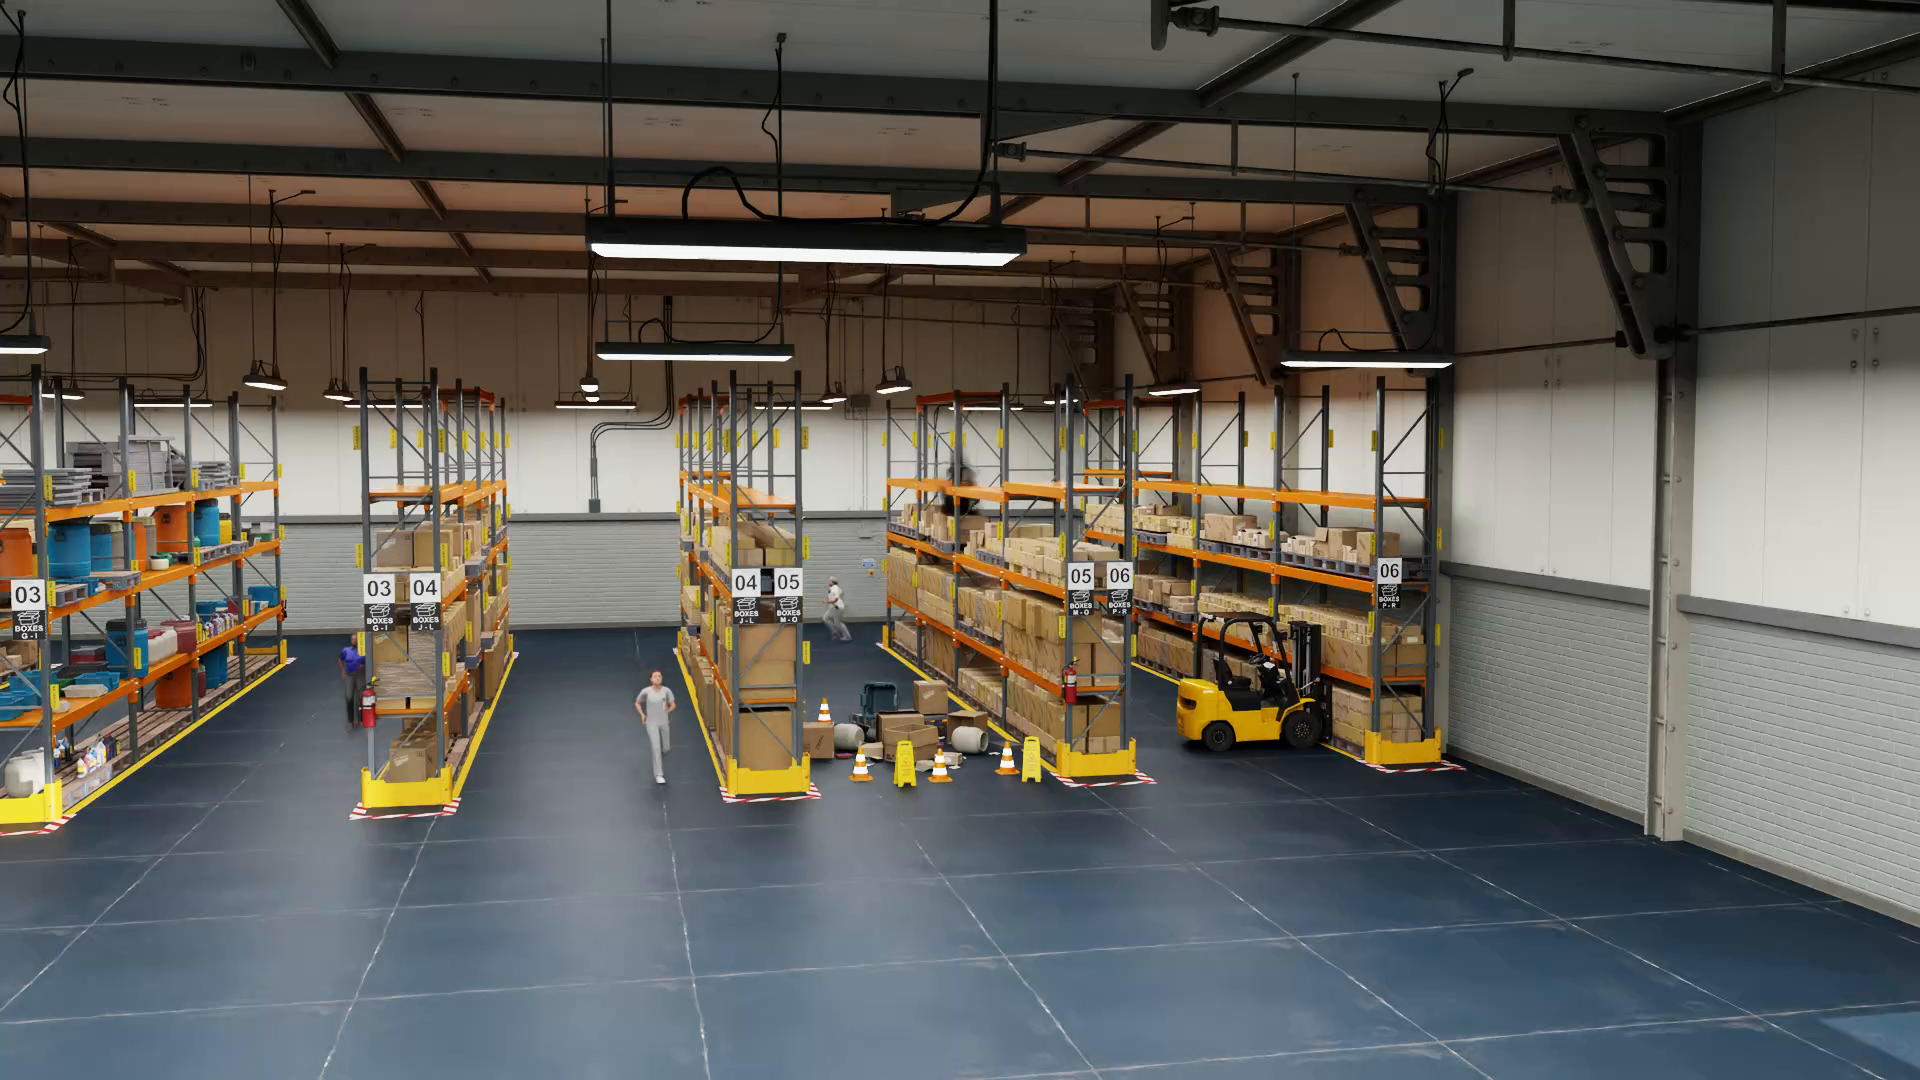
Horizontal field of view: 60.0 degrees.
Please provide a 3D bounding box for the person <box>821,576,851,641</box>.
[{"bbox_3d":[-3.098,1.731,41.460,0.751,1.657,0.529,-1,3,-12],"label":"person"}]

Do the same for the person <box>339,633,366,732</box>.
[{"bbox_3d":[-10.493,2.476,28.878,0.555,1.704,0.742,-1,4,-19],"label":"person"}]

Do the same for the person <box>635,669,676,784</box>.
[{"bbox_3d":[-4.468,2.688,24.486,0.577,1.577,0.800,-1,4,-23],"label":"person"}]
